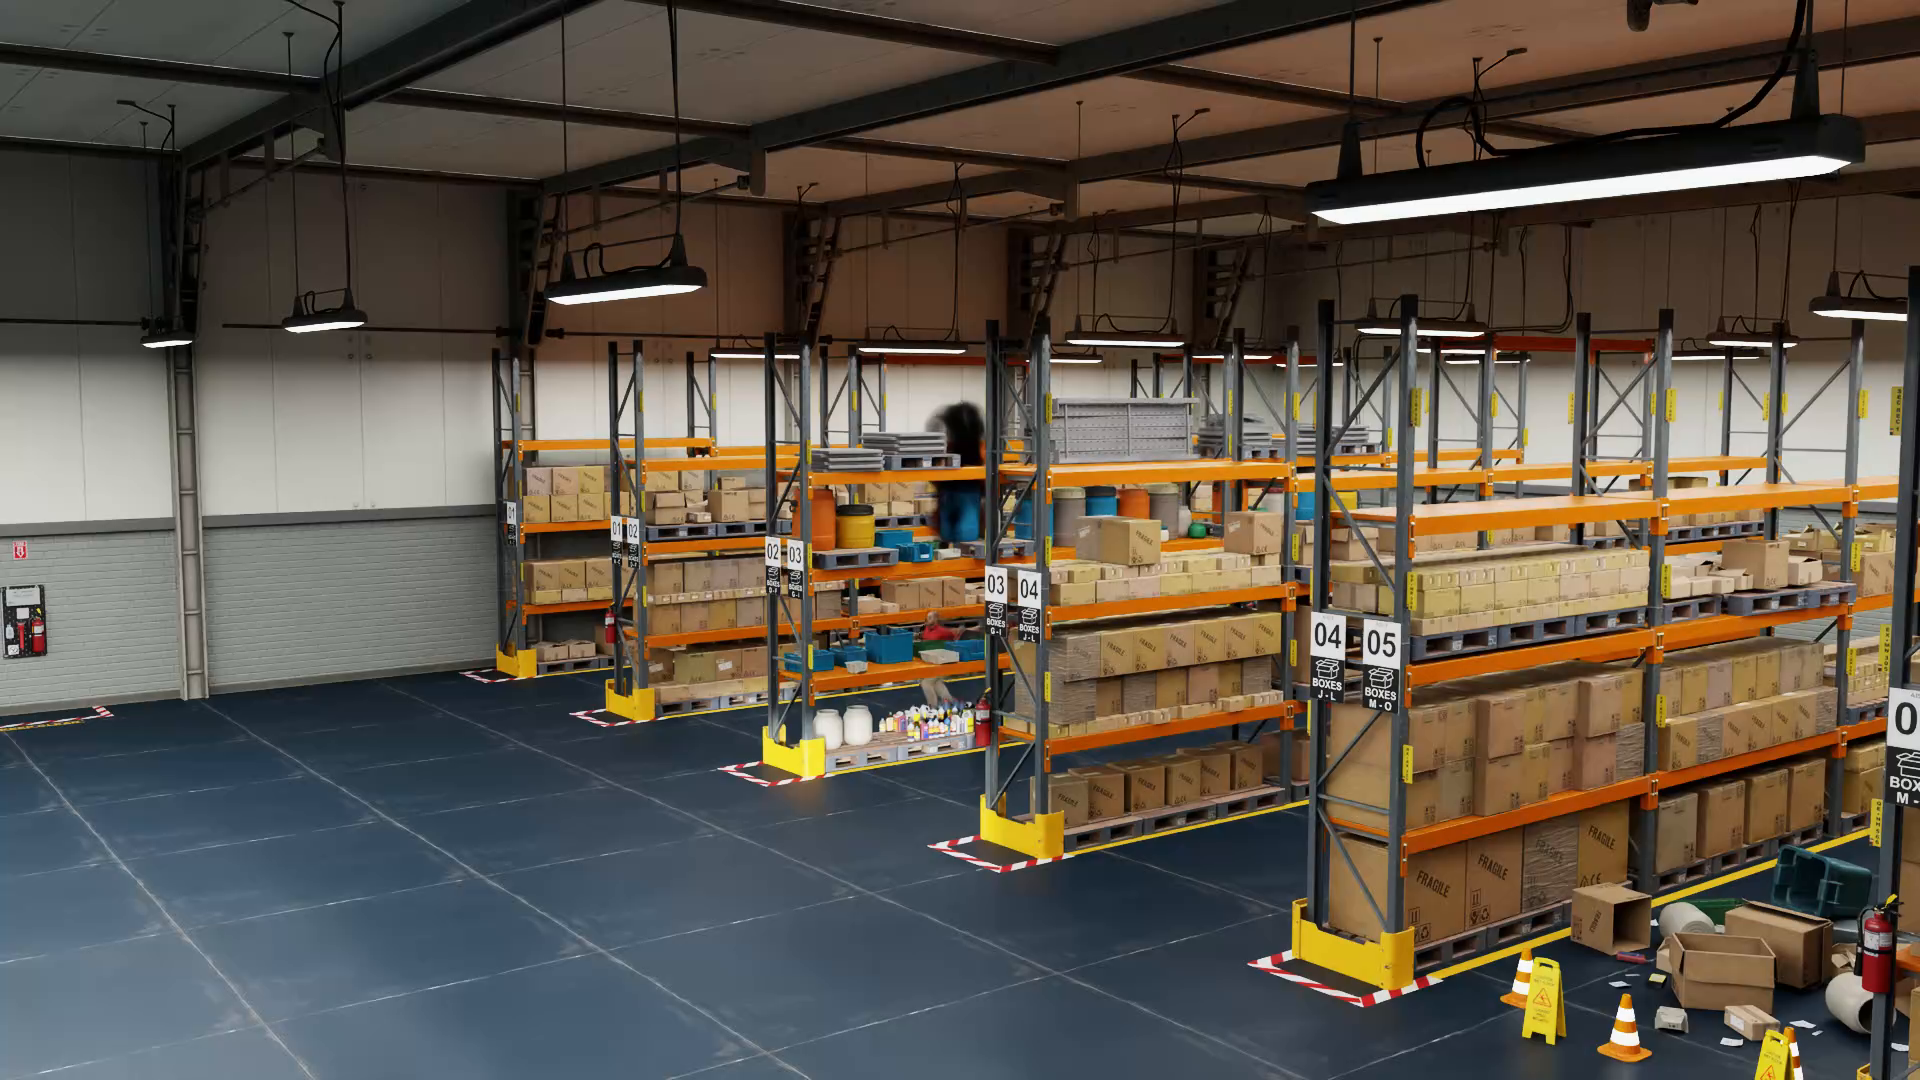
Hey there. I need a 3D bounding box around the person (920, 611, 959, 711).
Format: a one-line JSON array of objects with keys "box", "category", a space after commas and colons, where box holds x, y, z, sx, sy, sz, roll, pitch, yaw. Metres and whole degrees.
[{"box": [-0.406, 2.008, 26.320, 0.853, 1.790, 0.620, -3, 6, -29], "category": "person"}]
